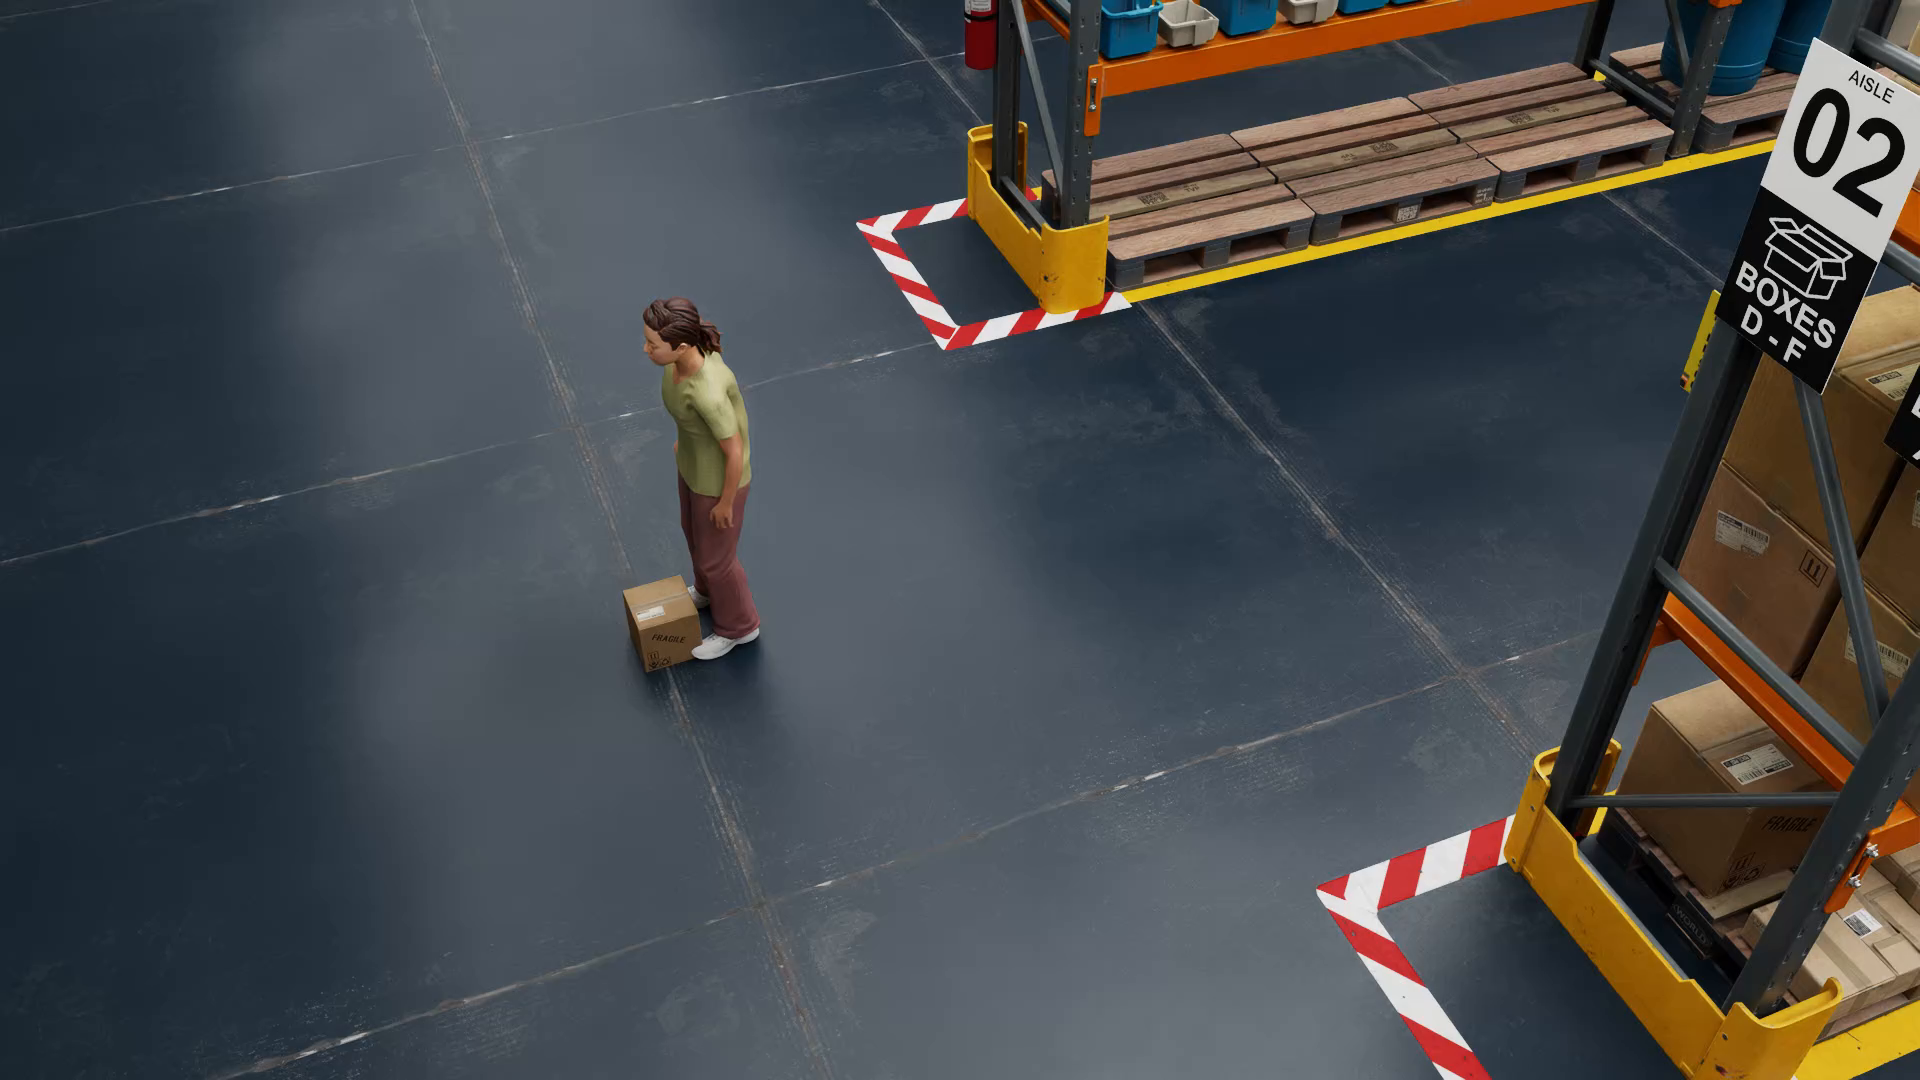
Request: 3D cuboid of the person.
[{"bbox_3d":[-0.993,-0.250,6.439,0.359,1.672,0.521,-18,45,-19],"label":"person"}]
